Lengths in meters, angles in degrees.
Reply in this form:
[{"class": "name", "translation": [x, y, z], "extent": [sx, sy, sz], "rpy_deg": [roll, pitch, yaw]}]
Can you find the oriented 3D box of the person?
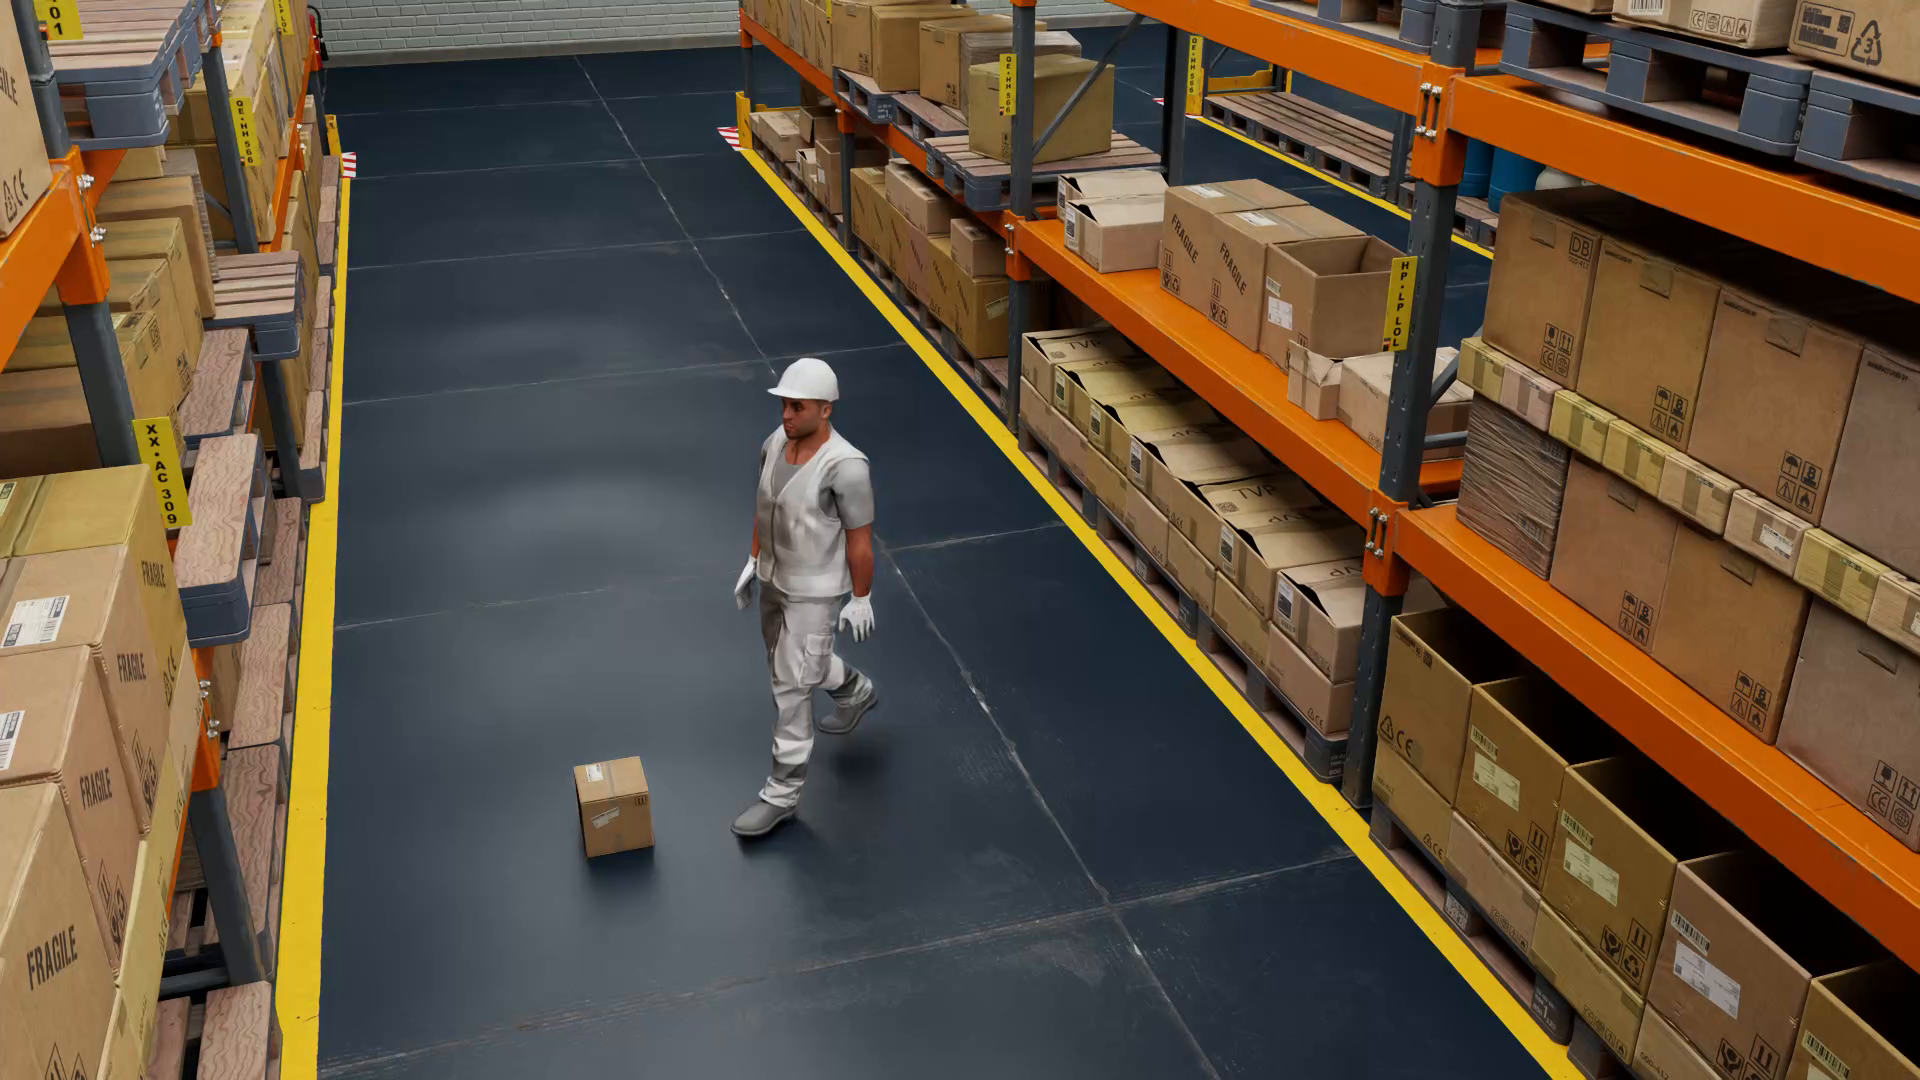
[{"class": "person", "translation": [-0.605, 0.171, 6.238], "extent": [0.910, 1.764, 0.548], "rpy_deg": [-21, 33, -36]}]
